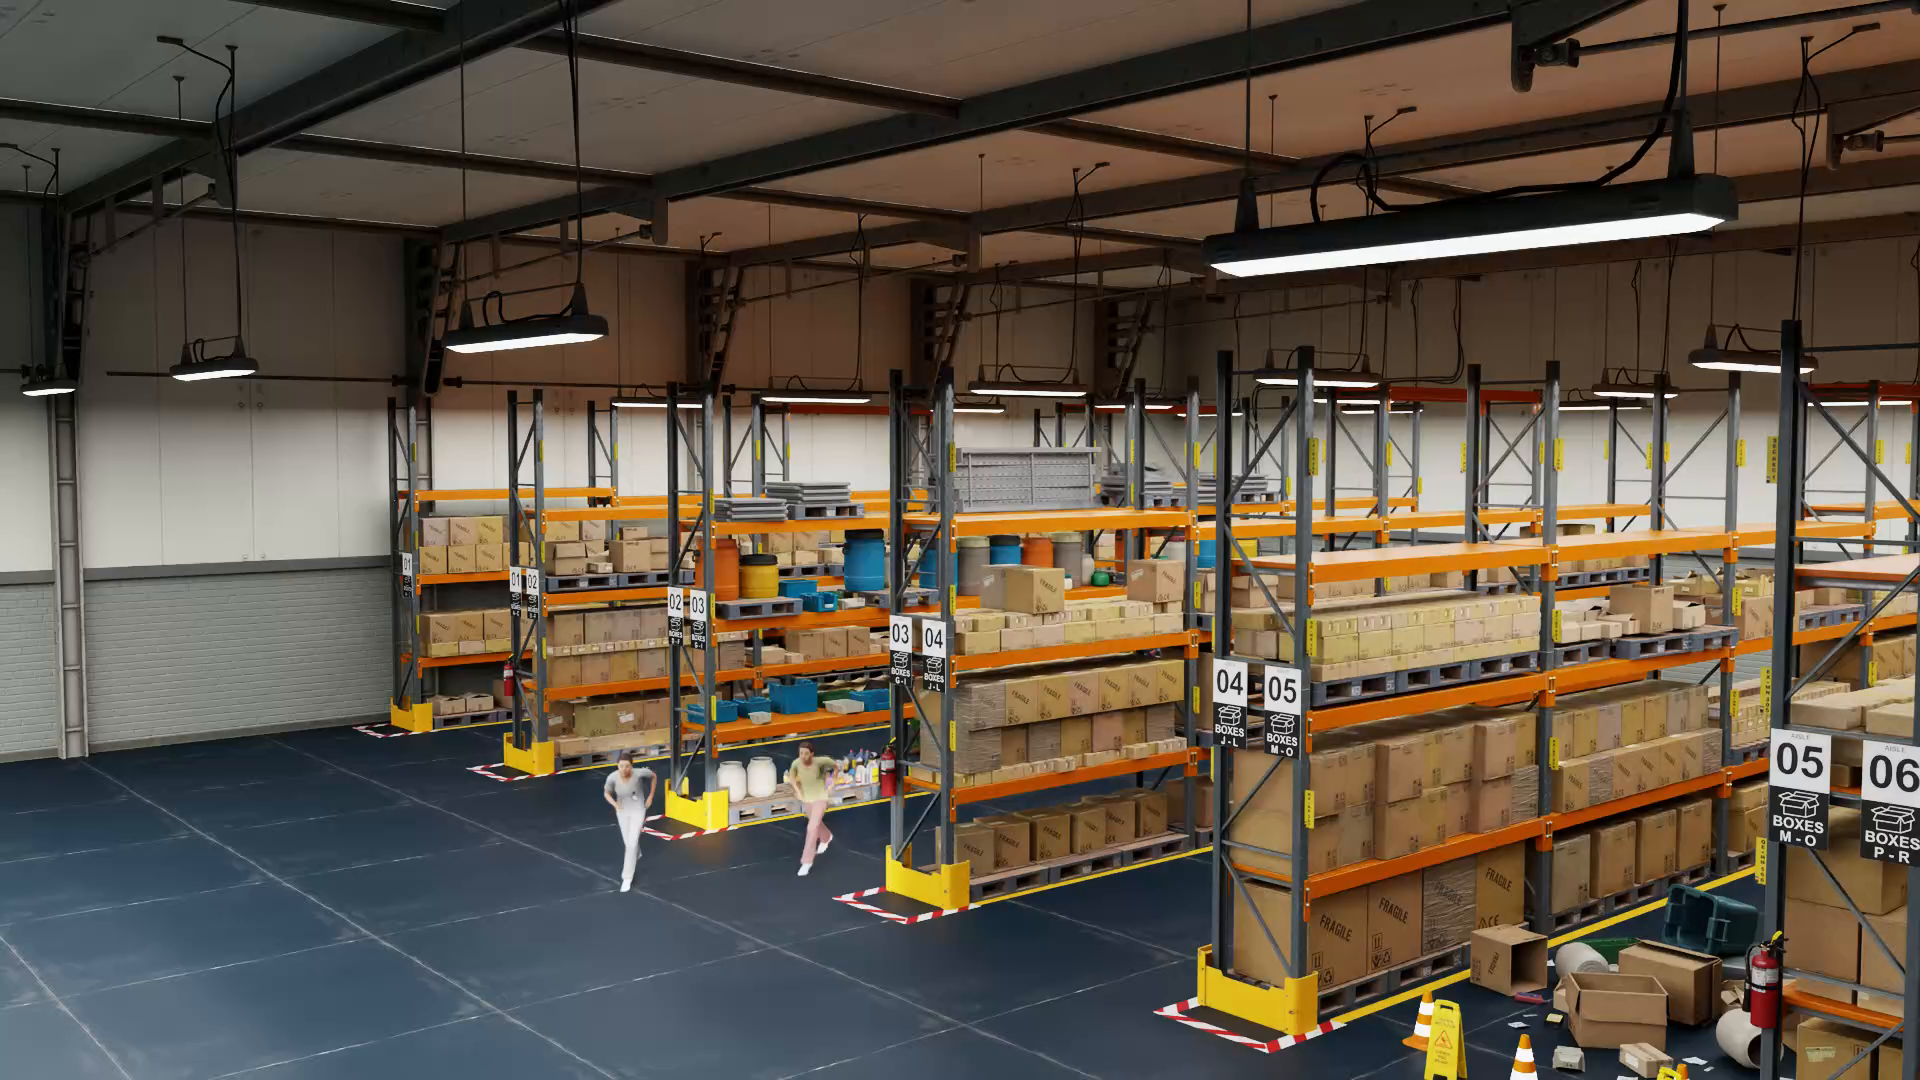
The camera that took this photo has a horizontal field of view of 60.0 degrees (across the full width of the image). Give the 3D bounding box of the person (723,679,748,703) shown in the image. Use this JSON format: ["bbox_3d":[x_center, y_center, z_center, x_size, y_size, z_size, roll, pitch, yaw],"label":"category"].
[{"bbox_3d":[-4.214,2.644,30.627,0.596,1.485,0.778,2,4,31],"label":"person"}]

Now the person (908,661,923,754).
[{"bbox_3d":[-0.507,2.666,27.799,0.906,1.766,0.633,-2,4,-36],"label":"person"}]

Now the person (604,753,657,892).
[{"bbox_3d":[-3.861,3.248,19.573,0.605,1.628,0.966,0,3,-4],"label":"person"}]

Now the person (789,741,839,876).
[{"bbox_3d":[-1.747,3.202,20.283,0.613,1.623,1.003,1,3,12],"label":"person"}]
